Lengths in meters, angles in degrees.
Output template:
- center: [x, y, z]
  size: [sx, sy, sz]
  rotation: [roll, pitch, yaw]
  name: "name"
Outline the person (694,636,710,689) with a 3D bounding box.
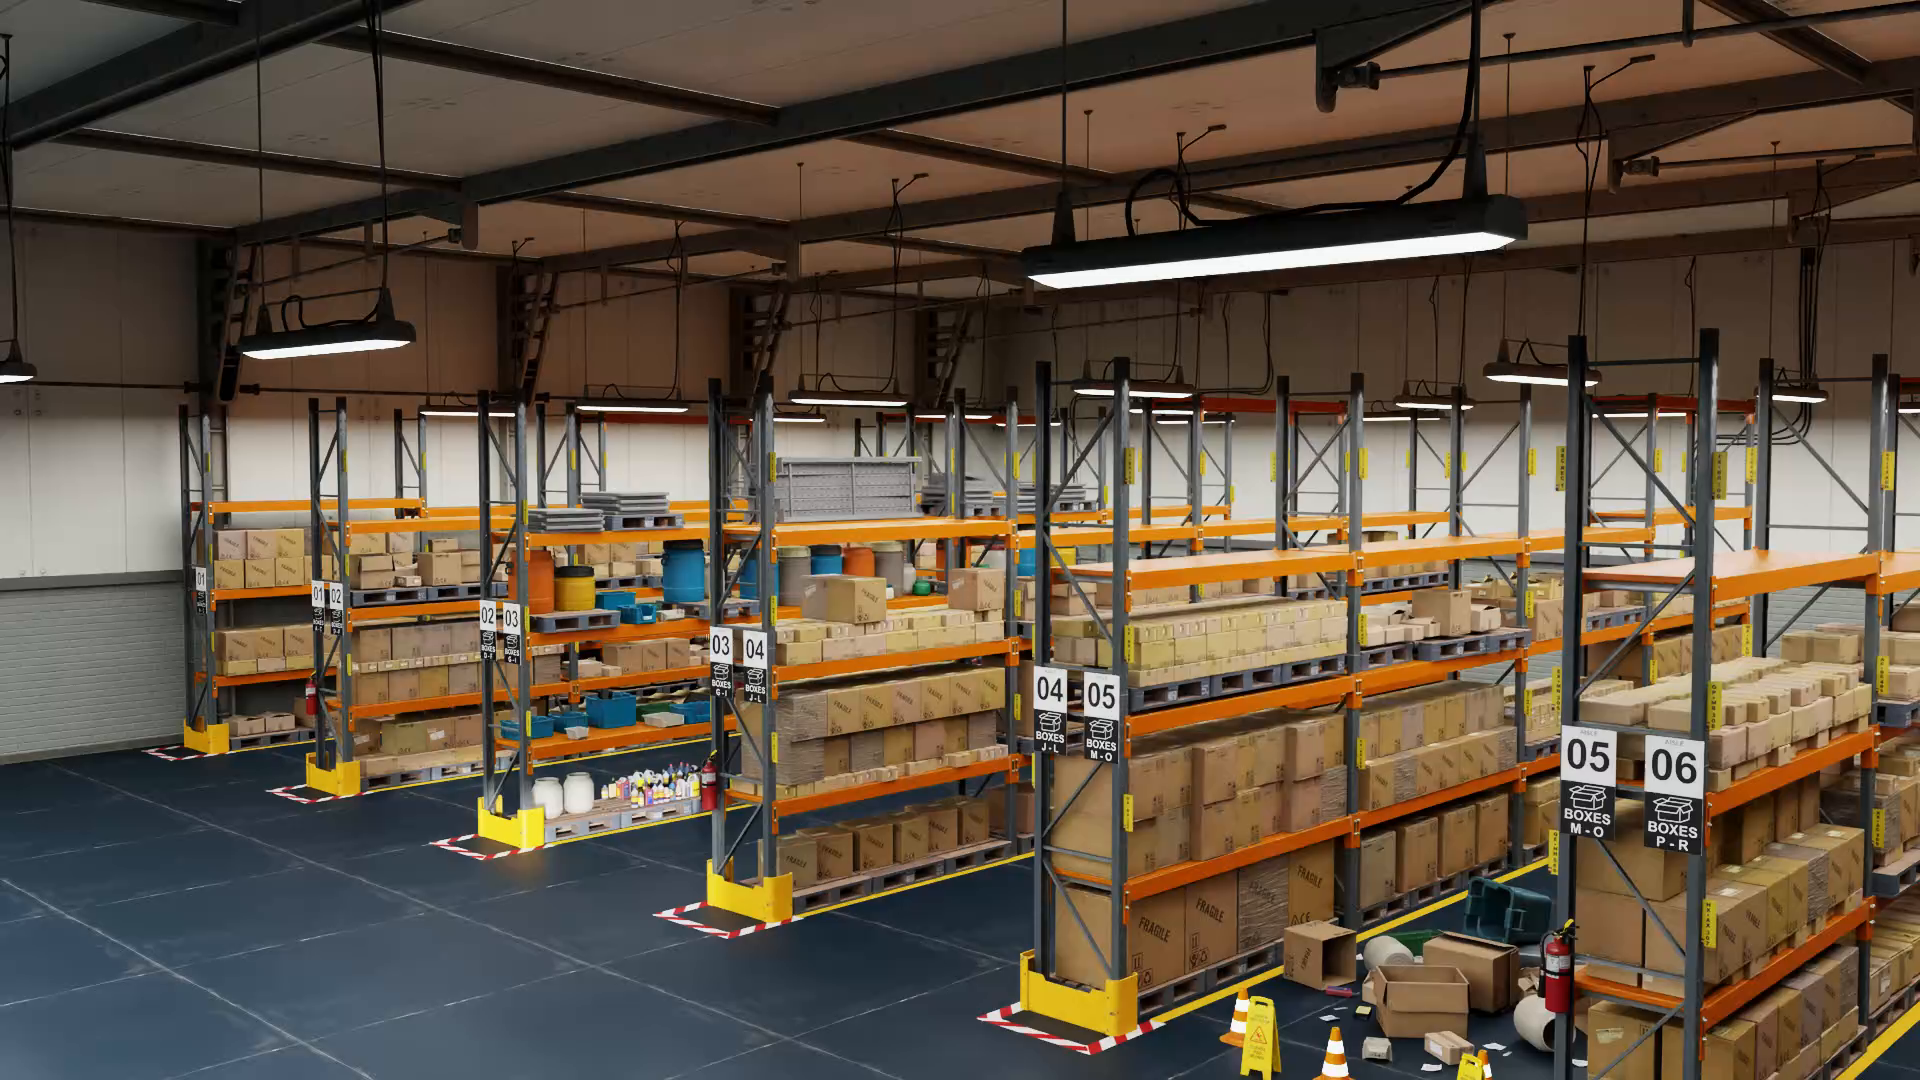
- center: [-5.155, 2.651, 33.621]
  size: [0.602, 1.492, 0.837]
  rotation: [1, 3, 26]
  name: "person"
